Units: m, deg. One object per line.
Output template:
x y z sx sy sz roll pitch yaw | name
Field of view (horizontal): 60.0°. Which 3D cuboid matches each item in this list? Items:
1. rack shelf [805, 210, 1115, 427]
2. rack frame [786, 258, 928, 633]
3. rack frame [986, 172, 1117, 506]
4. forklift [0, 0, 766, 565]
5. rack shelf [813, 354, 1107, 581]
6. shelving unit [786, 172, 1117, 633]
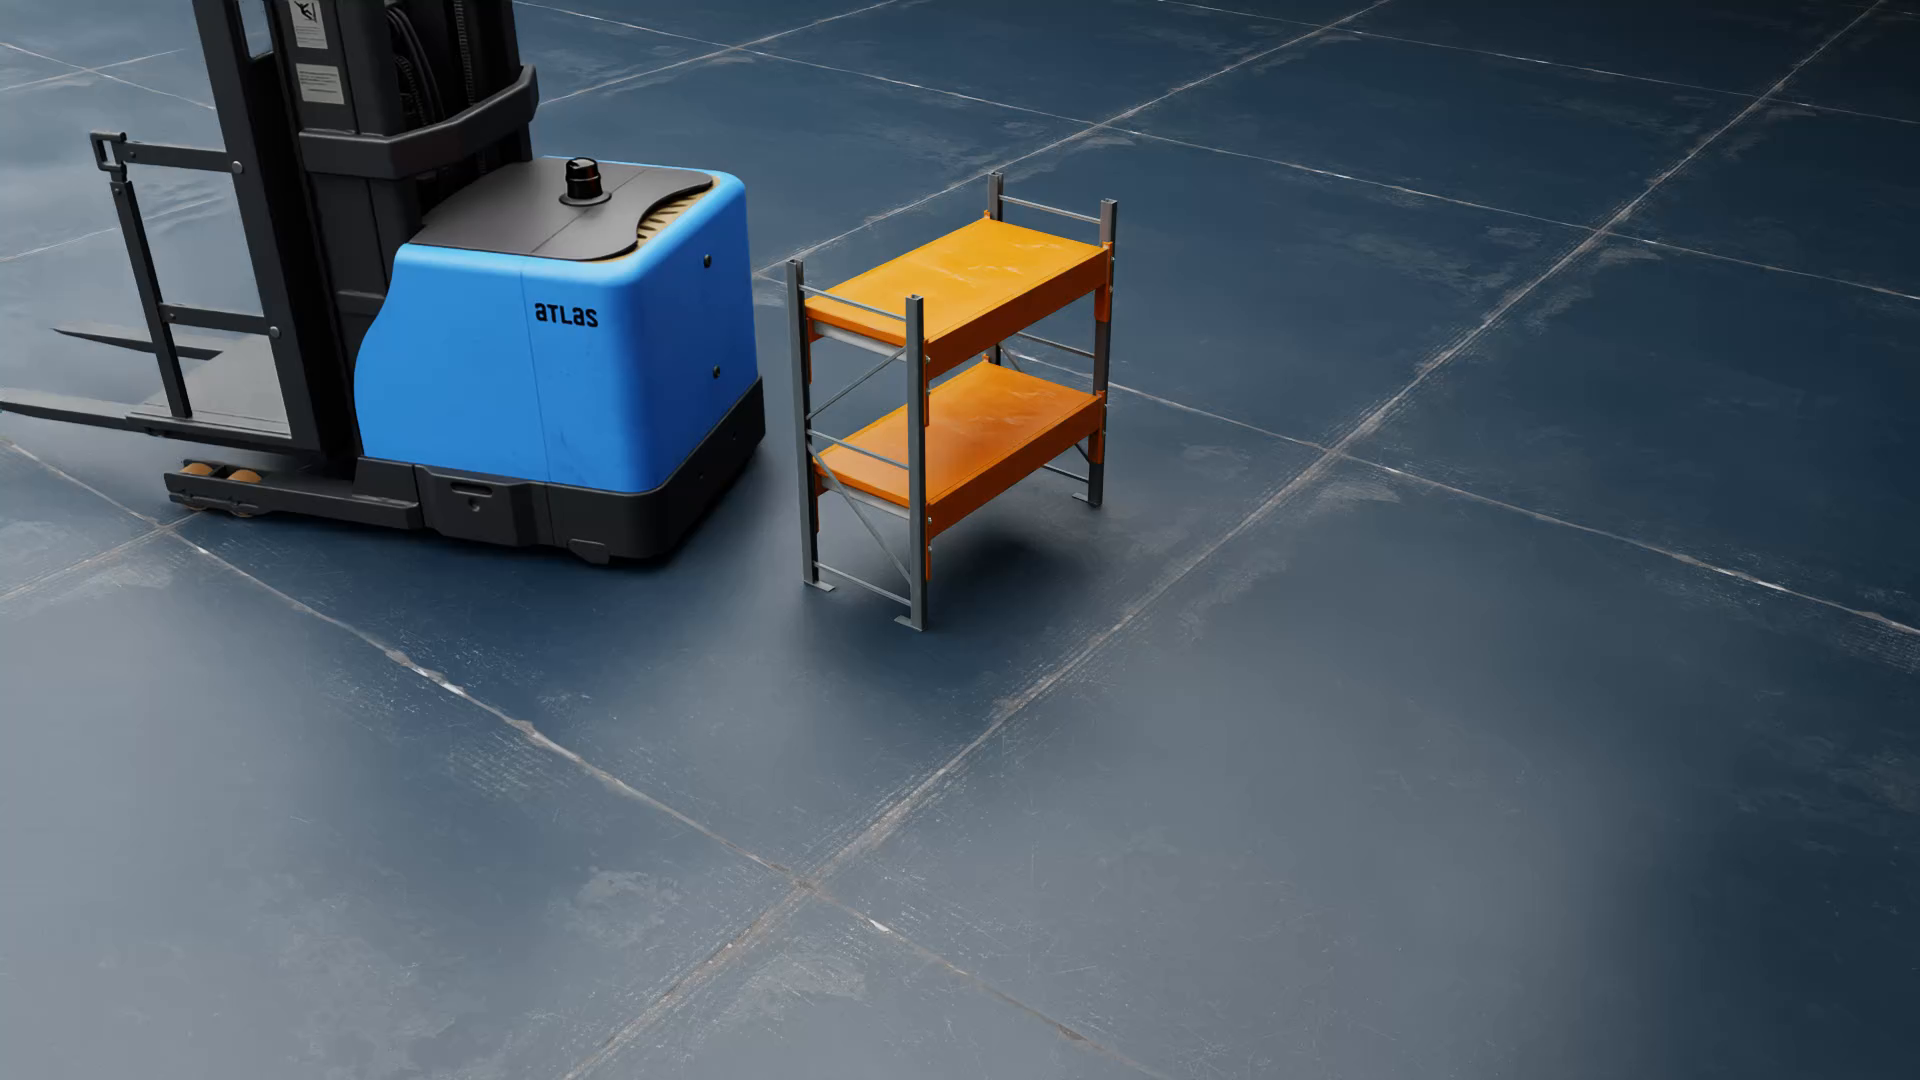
-0.004 -0.733 5.309 0.538 0.278 1.000 21 37 31 | rack shelf
-0.311 -0.275 5.110 0.500 1.125 0.032 21 37 31 | rack frame
0.303 -0.688 5.807 0.500 1.125 0.032 21 37 31 | rack frame
-2.309 -1.588 5.555 3.031 2.935 1.130 8 32 13 | forklift
-0.004 -0.271 5.583 0.538 0.278 1.000 21 37 31 | rack shelf
-0.004 -0.481 5.459 0.538 1.125 1.048 21 37 31 | shelving unit
